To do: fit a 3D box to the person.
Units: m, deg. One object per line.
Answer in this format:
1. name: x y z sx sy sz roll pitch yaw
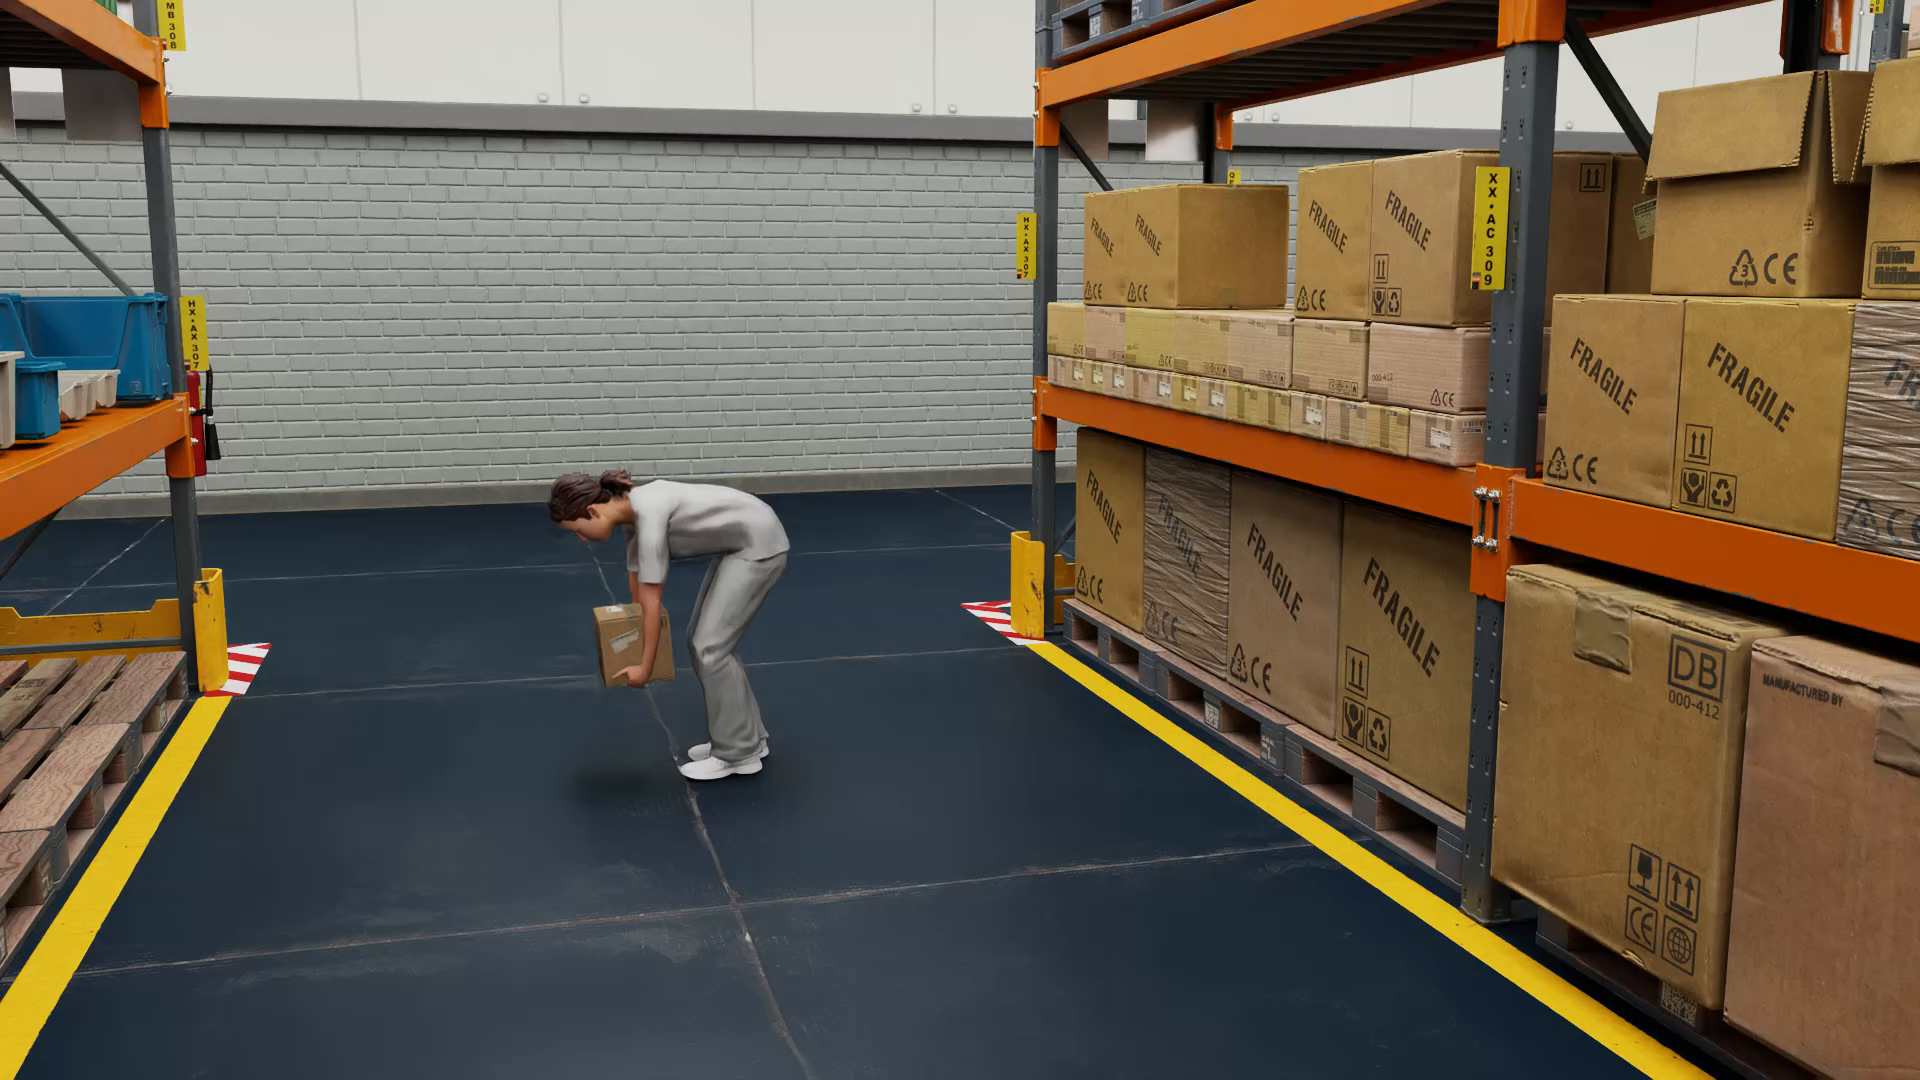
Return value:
1. person: -0.877 0.044 6.148 0.559 1.662 0.439 -3 10 -16
